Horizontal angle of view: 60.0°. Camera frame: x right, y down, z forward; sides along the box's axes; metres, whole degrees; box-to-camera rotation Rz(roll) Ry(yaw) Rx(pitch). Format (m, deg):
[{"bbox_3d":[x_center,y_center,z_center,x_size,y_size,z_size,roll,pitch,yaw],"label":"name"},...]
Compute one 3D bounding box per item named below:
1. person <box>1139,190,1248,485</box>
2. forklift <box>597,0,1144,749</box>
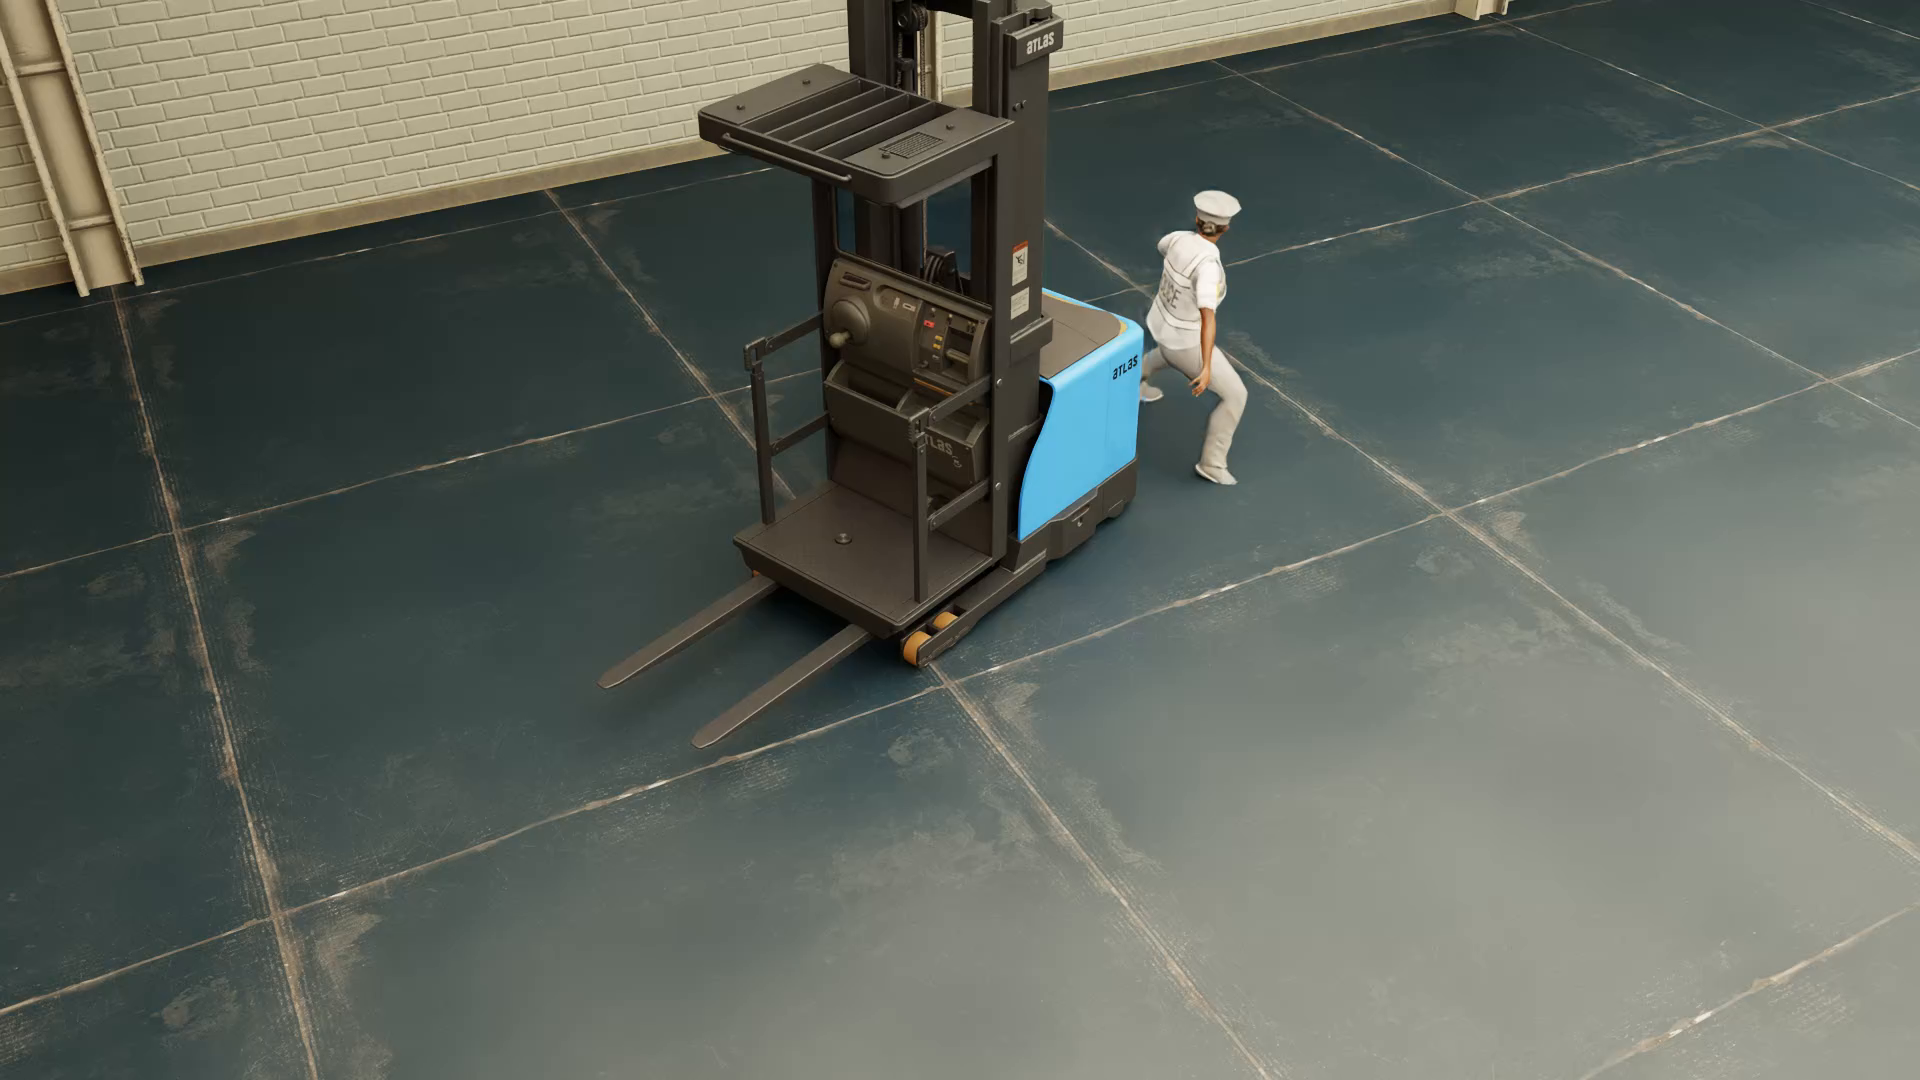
[{"bbox_3d":[1.261,-1.097,8.973,0.480,1.563,1.110,-6,36,-9],"label":"person"},{"bbox_3d":[-0.390,-0.927,7.434,1.130,2.935,3.031,26,43,31],"label":"forklift"}]
